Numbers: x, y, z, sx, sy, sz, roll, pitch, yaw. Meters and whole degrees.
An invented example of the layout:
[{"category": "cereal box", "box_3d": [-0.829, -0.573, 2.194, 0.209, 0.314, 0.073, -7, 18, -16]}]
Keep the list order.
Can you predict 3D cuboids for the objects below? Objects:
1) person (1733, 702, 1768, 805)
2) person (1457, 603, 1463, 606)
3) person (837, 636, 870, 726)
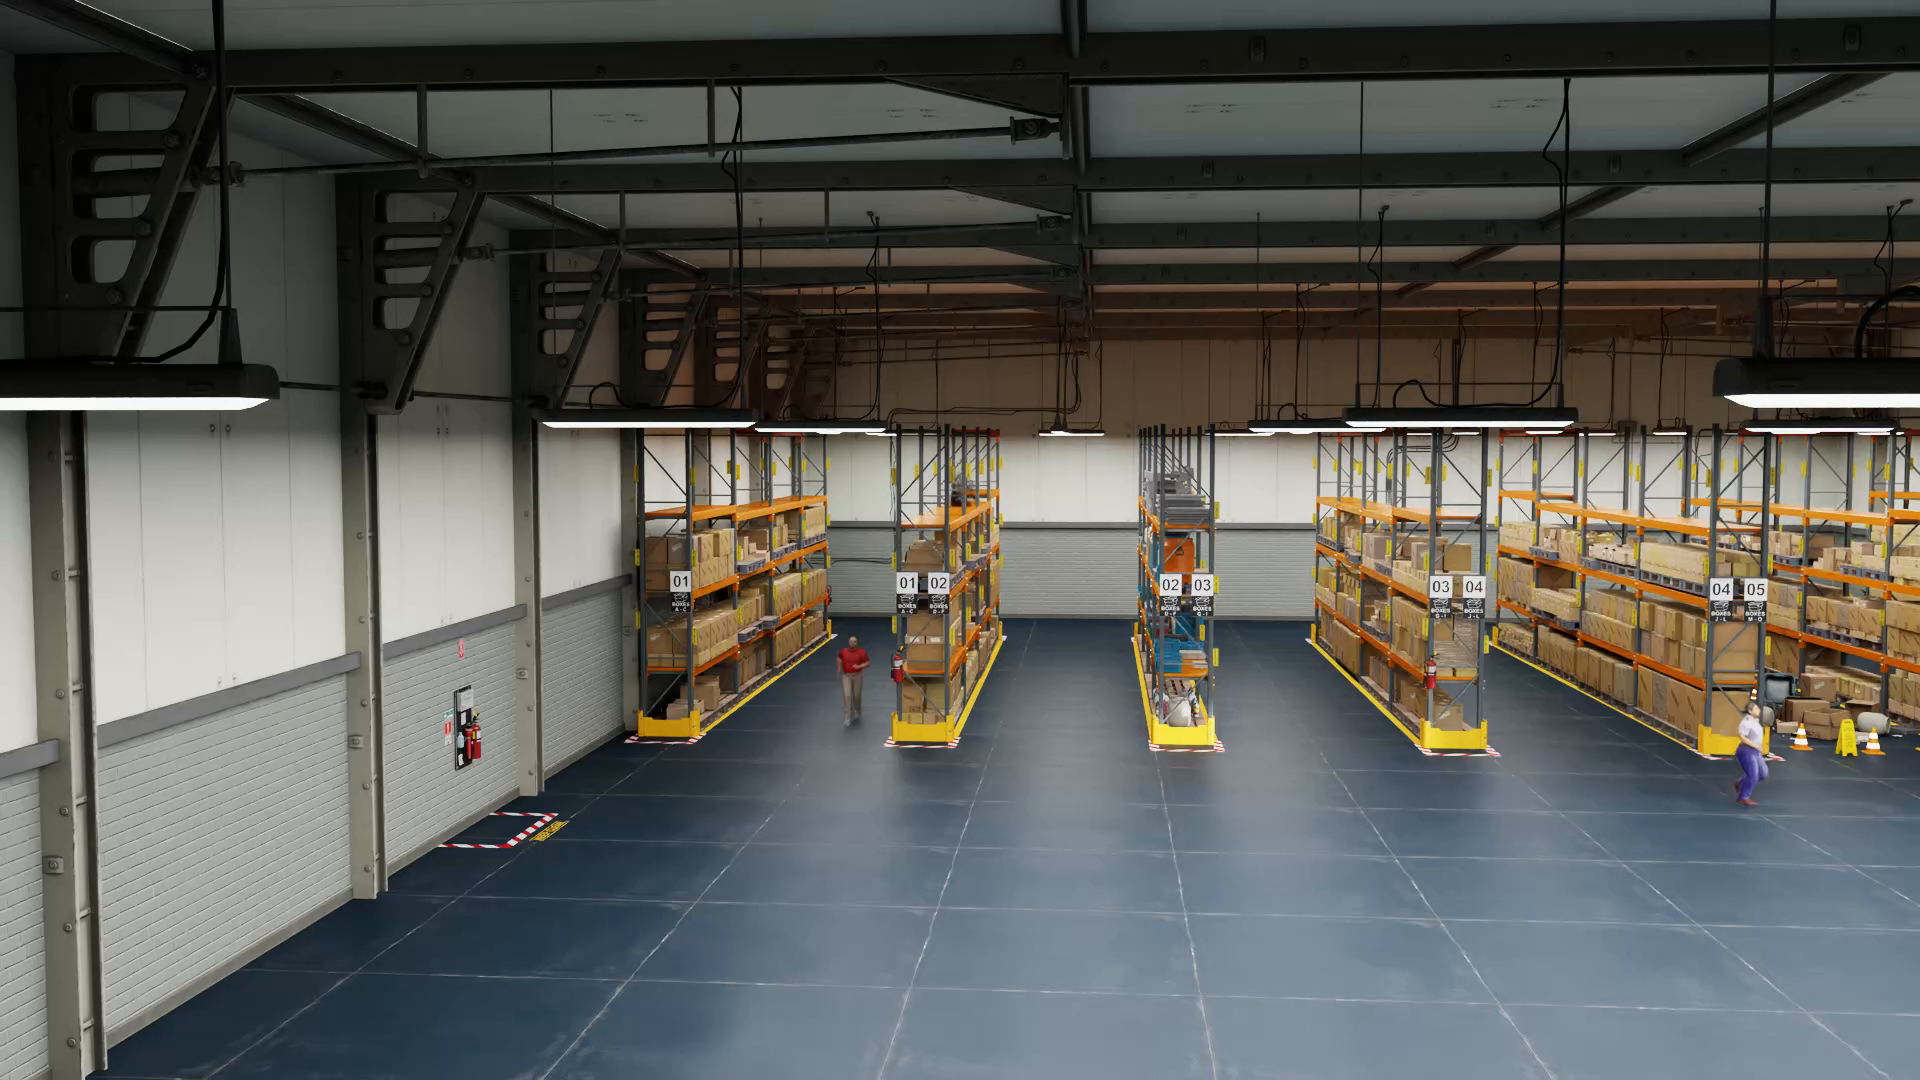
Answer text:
[{"category": "person", "box_3d": [12.356, 3.334, 26.013, 0.548, 1.610, 0.621, 3, 5, 41]}, {"category": "person", "box_3d": [14.130, 2.088, 47.202, 0.870, 1.517, 0.639, -1, 4, -18]}, {"category": "person", "box_3d": [-2.152, 2.805, 33.483, 0.665, 1.745, 0.866, 0, 3, 0]}]
